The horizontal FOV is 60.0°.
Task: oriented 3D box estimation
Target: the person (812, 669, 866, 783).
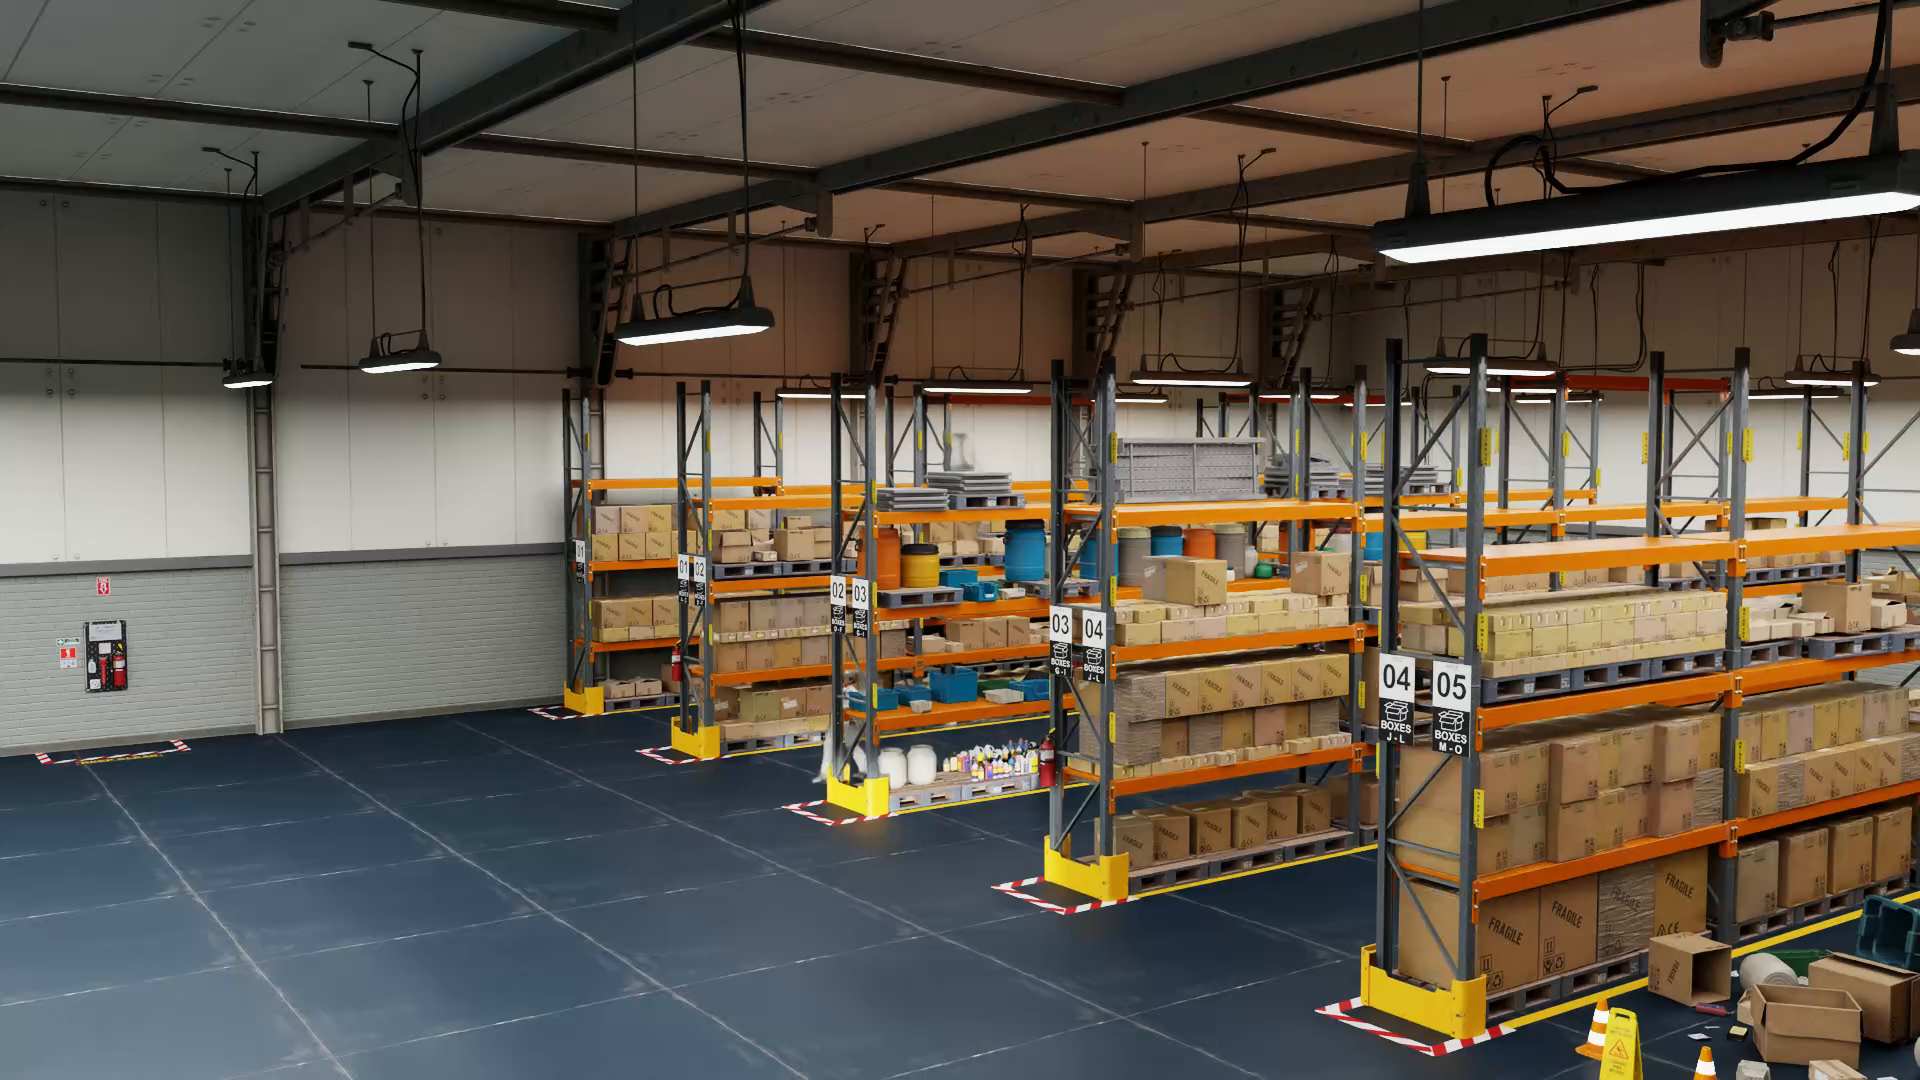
[{"bbox_3d":[-1.709,2.722,24.496,0.861,1.638,0.585,-3,5,-36],"label":"person"}]
